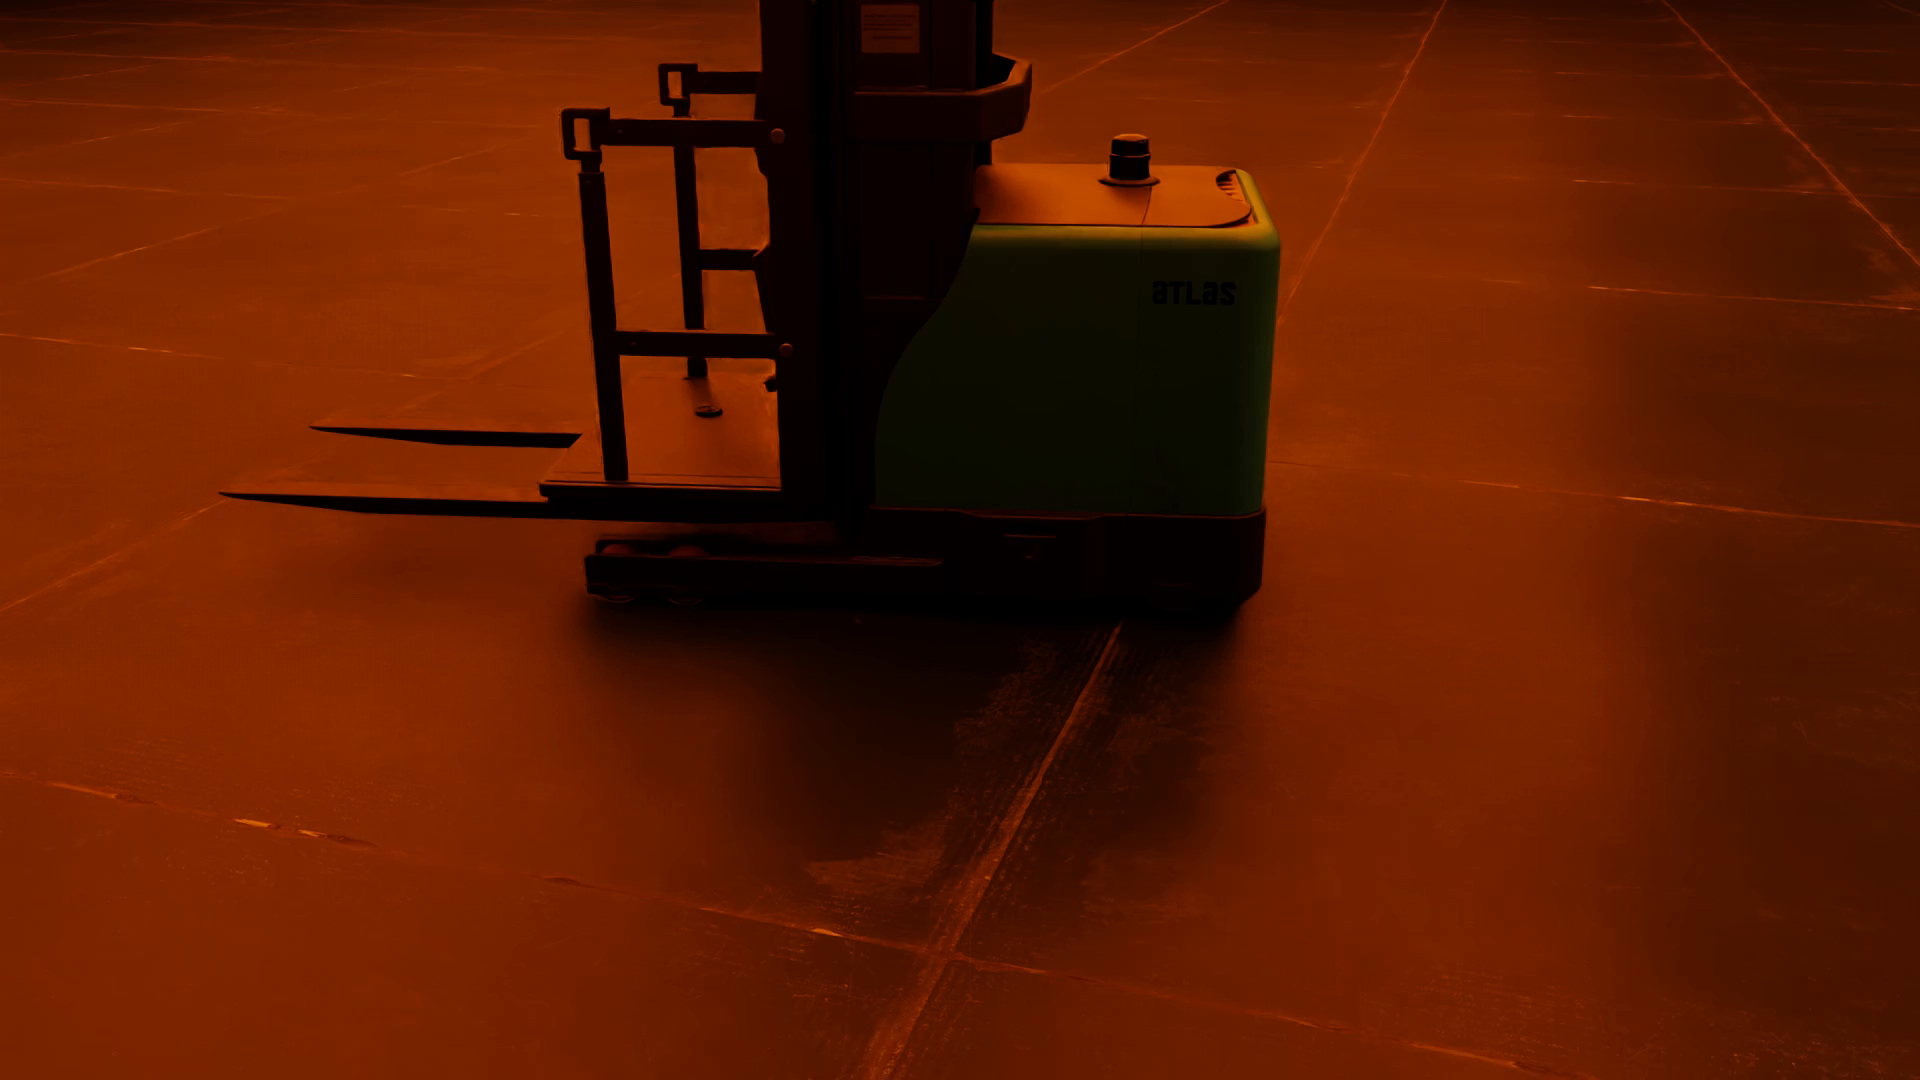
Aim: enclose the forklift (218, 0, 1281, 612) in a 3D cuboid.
[{"bbox_3d":[-0.641,-1.368,4.594,3.031,2.935,1.130,2,22,4],"label":"forklift"}]
